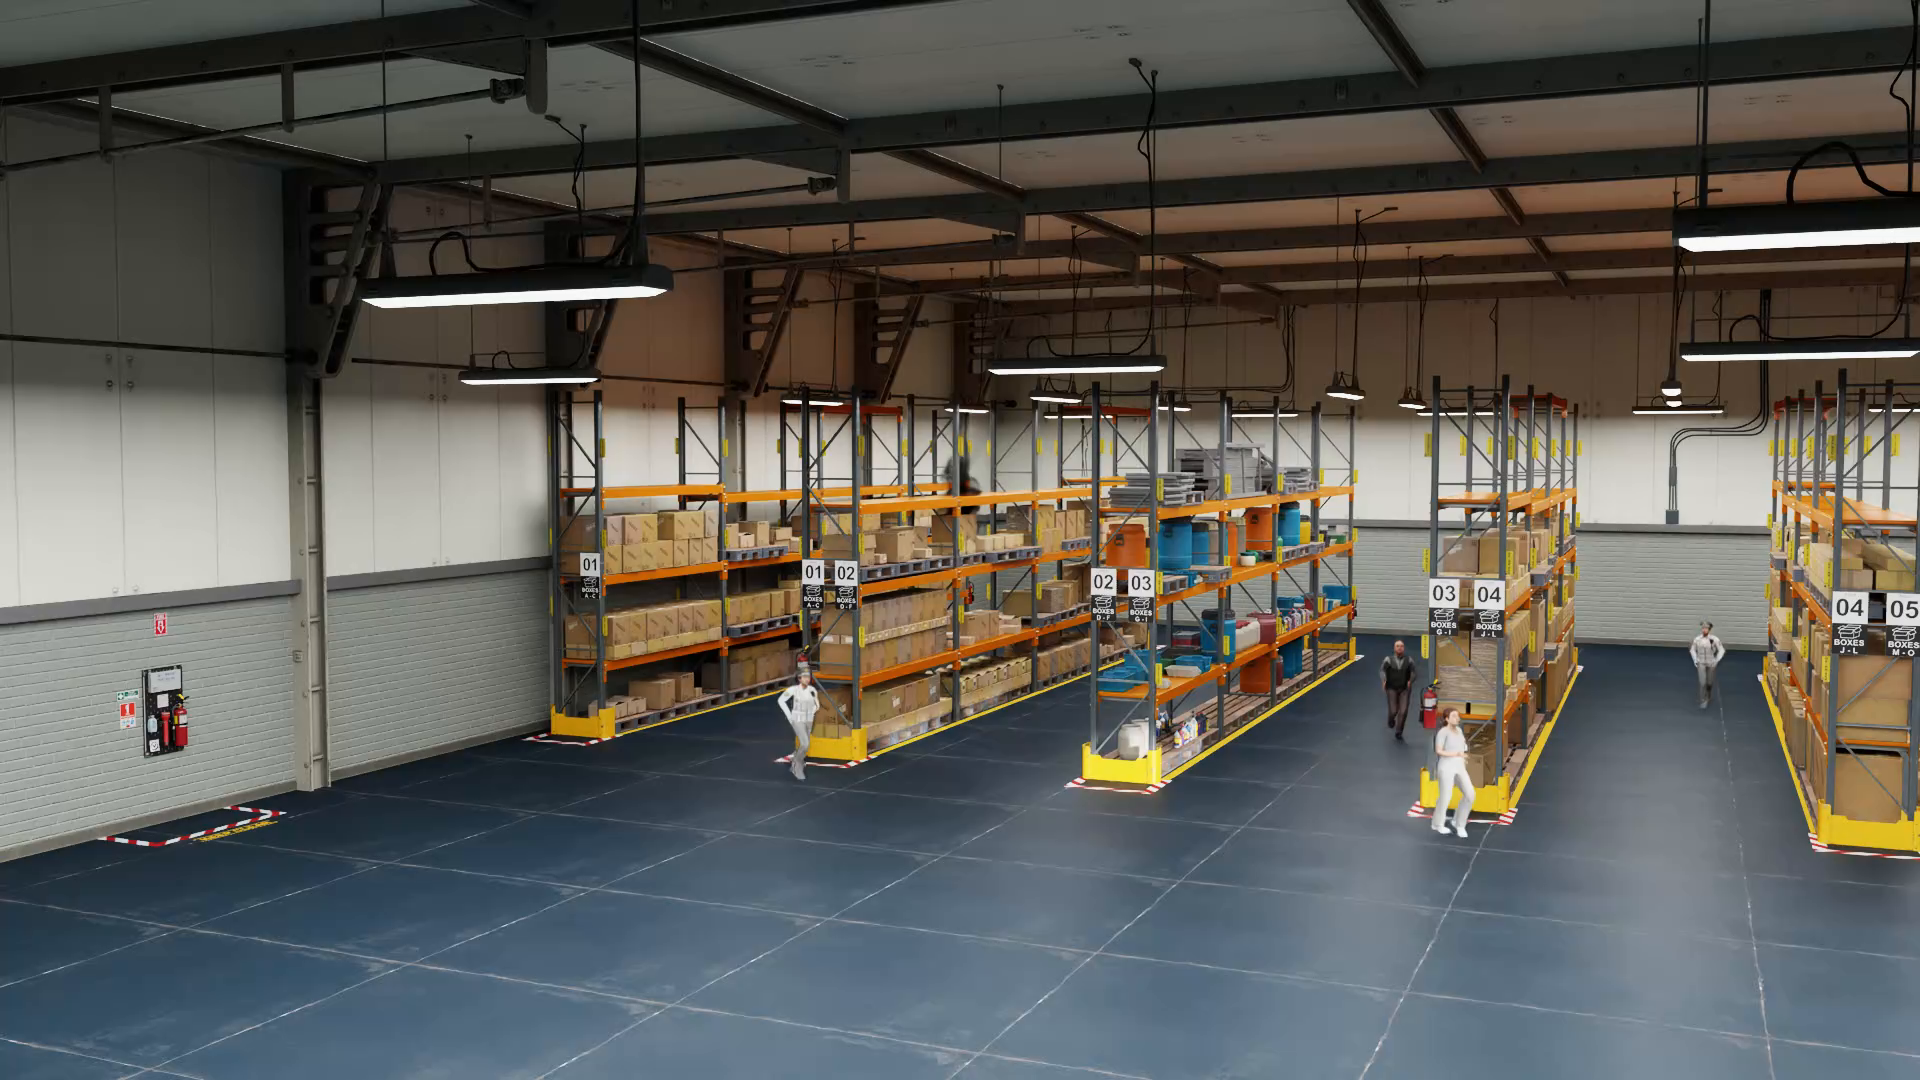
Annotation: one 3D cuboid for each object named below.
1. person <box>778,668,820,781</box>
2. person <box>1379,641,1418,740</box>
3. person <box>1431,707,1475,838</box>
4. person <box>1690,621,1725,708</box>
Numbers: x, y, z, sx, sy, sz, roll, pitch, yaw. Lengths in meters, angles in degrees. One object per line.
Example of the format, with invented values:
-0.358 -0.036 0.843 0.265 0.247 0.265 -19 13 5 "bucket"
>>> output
-2.396 2.780 25.127 0.600 1.720 0.655 -2 4 -36 "person"
7.576 2.584 28.728 0.659 1.677 0.586 1 3 10 "person"
6.357 2.997 21.403 0.585 1.696 0.662 -1 3 -25 "person"
14.478 2.400 32.248 0.616 1.673 0.497 2 4 31 "person"
